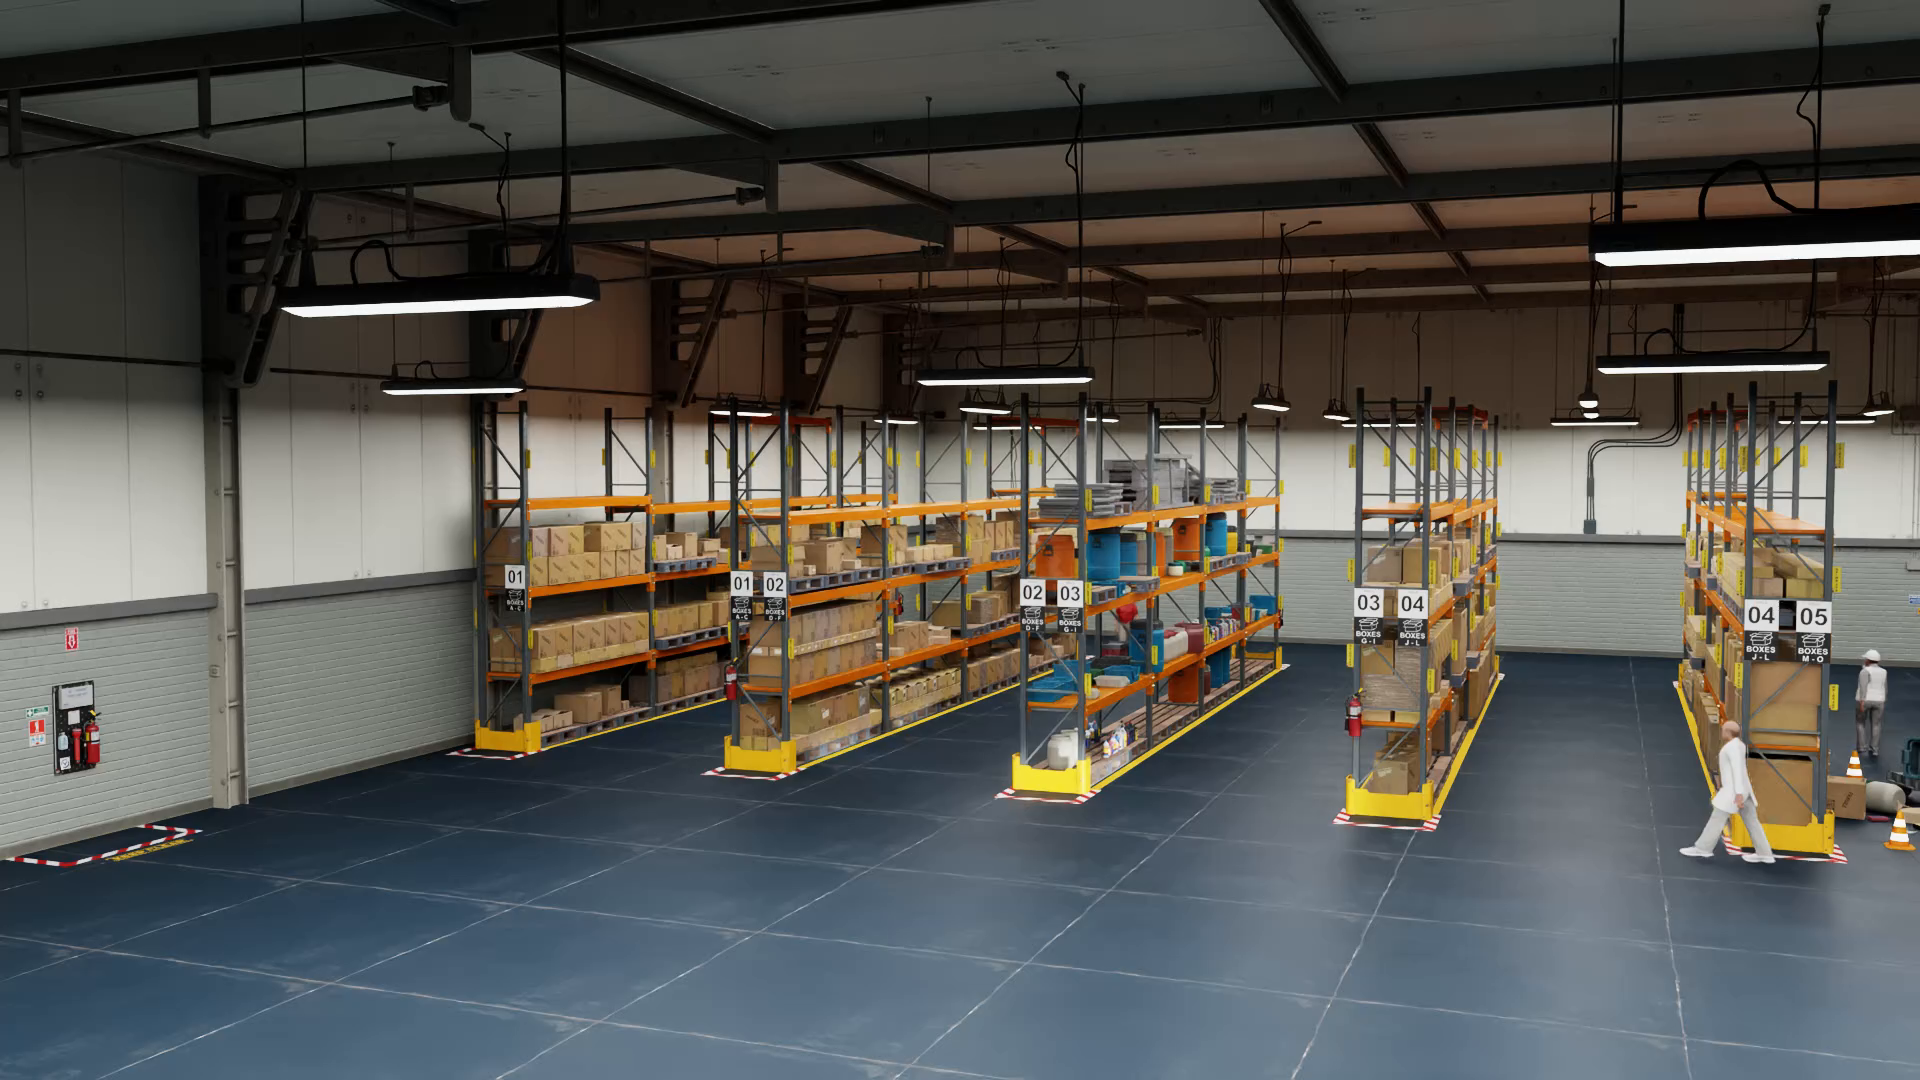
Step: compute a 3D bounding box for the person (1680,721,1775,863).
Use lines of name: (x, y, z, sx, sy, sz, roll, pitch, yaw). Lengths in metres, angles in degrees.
person: (9.576, 3.105, 20.665, 1.059, 1.718, 0.612, 2, 4, 41)

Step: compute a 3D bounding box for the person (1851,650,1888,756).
person: (15.430, 2.776, 28.115, 0.513, 1.820, 0.613, 1, 3, 16)

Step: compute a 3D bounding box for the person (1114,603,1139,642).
person: (4.117, 2.151, 40.958, 0.585, 1.679, 0.992, 0, 3, 0)

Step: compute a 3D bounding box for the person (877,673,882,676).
person: (-1.613, 2.462, 35.693, 0.543, 1.641, 0.795, 0, 3, 5)
